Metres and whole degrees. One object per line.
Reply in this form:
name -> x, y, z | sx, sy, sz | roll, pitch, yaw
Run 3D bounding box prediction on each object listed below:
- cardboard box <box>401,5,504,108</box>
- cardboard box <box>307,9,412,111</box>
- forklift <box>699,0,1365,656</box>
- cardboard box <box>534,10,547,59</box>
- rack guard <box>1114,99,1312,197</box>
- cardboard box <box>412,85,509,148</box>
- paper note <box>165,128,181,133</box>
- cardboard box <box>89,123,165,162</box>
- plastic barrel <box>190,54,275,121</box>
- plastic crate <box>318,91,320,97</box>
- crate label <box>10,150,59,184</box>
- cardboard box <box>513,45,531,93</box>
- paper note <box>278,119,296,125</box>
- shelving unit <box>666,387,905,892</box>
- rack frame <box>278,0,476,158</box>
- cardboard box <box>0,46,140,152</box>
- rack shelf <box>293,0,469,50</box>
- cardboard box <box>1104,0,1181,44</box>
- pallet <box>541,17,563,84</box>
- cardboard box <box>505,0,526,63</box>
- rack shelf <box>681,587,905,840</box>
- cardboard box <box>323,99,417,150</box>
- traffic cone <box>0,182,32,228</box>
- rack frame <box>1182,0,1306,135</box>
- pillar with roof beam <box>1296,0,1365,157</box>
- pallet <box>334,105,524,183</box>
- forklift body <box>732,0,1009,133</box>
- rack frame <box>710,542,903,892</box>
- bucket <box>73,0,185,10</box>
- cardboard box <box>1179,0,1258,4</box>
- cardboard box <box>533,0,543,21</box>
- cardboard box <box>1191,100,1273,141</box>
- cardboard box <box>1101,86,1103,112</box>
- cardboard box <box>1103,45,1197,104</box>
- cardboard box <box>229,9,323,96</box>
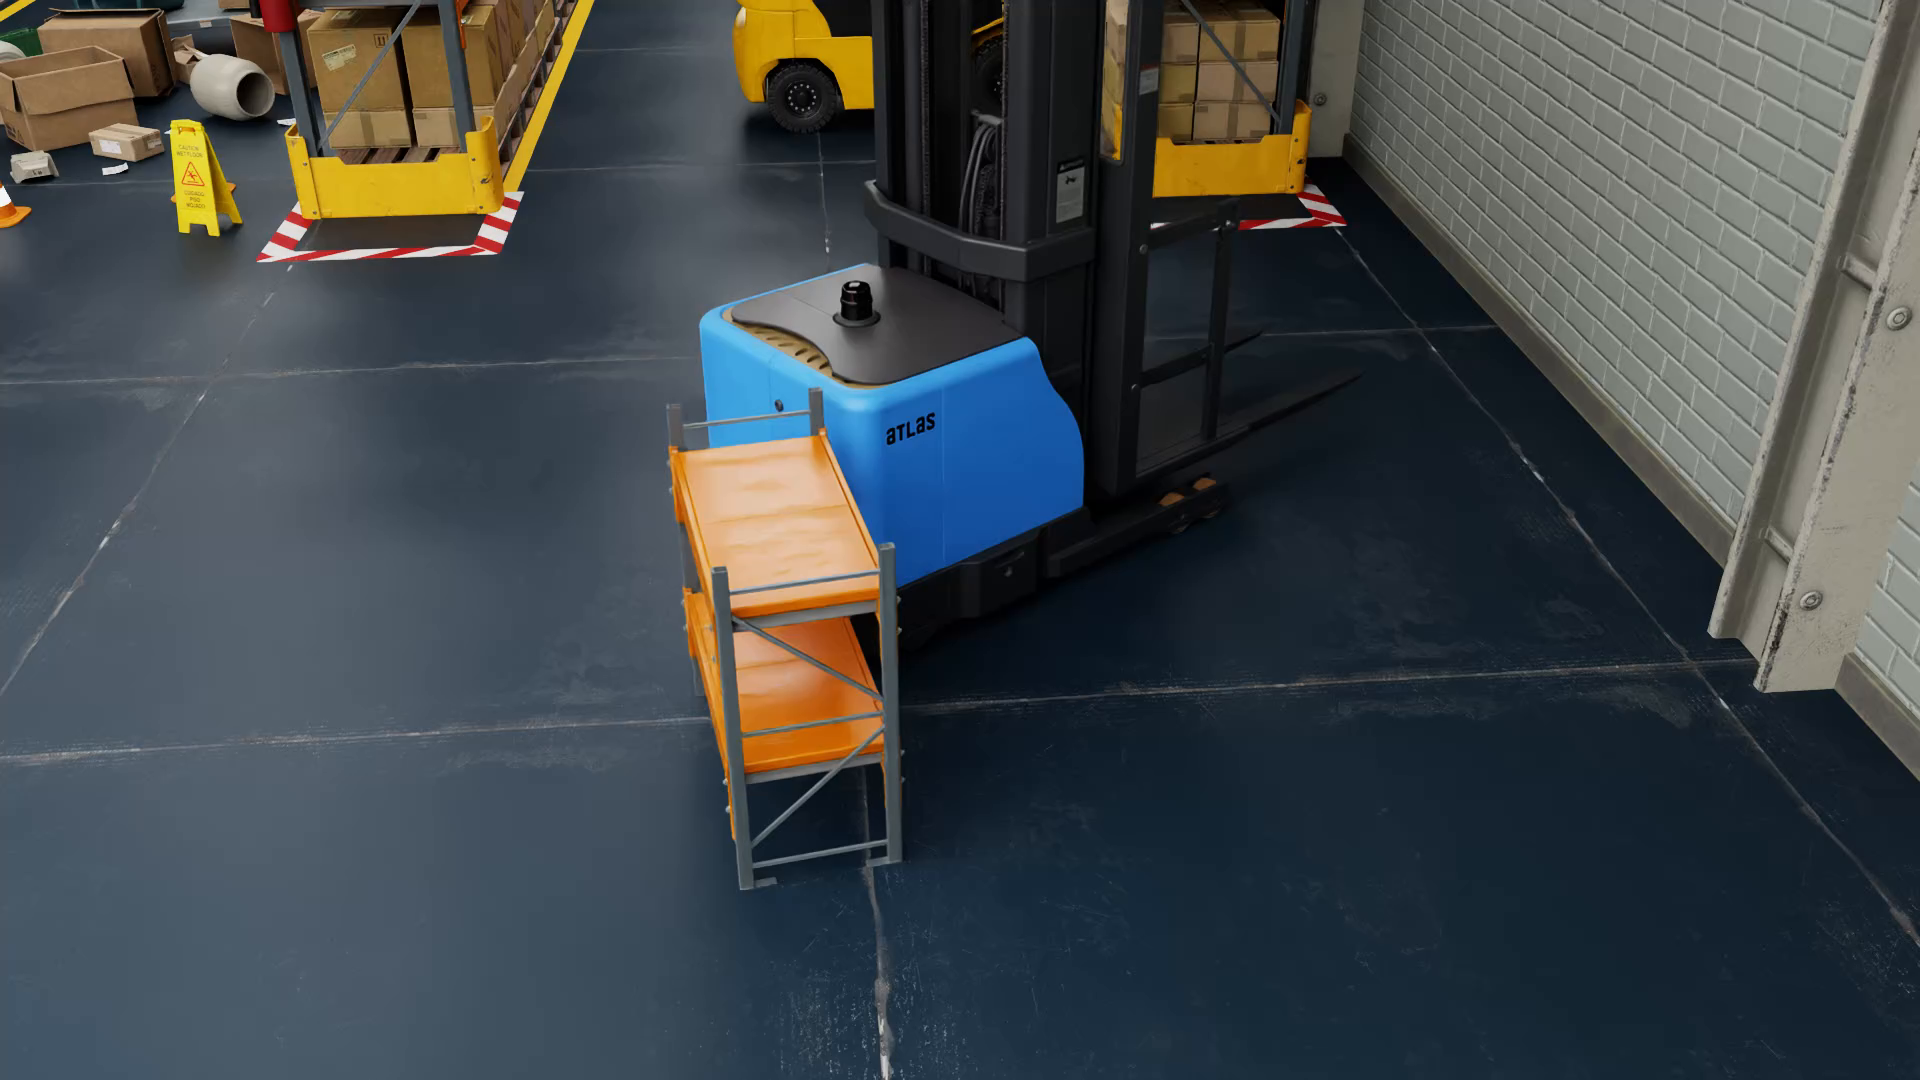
cardboard box -> -3.187, -3.044, 10.461 | 0.500, 0.500, 0.500 | -4, 31, -6
cardboard box -> -3.718, -3.003, 10.393 | 0.500, 0.500, 0.500 | -3, 31, -4
forklift -> 0.485, -1.469, 6.351 | 3.031, 2.935, 1.130 | -24, 38, -34
cardboard box -> -3.375, -3.766, 12.402 | 0.500, 0.250, 0.500 | -4, 31, -6
rack guard -> 1.560, -2.439, 10.346 | 1.175, 0.500, 0.348 | -3, 31, -5
cardboard box -> -3.184, -2.710, 10.633 | 0.500, 0.250, 0.500 | -3, 31, -5
paper note -> -5.384, -2.833, 11.475 | 0.148, 0.019, 0.142 | 8, 32, 13
cardboard box -> -5.517, -2.633, 11.013 | 0.380, 0.149, 0.250 | 13, 33, 21
plastic barrel -> -5.084, -3.161, 11.629 | 0.512, 0.421, 0.421 | 20, 36, 29
plastic crate -> -4.427, -3.233, 12.084 | 0.402, 0.080, 0.583 | -14, 33, -22
crate label -> -5.917, -2.385, 10.609 | 0.250, 0.136, 0.298 | -20, 36, -30
cardboard box -> -3.288, -3.249, 11.535 | 0.500, 0.250, 0.500 | -1, 31, -1
paper note -> -4.692, -2.931, 11.627 | 0.142, 0.019, 0.148 | -14, 33, -22
shelving unit -> -0.554, 0.279, 5.187 | 0.538, 1.125, 1.048 | -8, 32, -13
rack frame -> -3.384, -3.285, 9.324 | 1.000, 3.000, 0.127 | -3, 31, -5
cardboard box -> -6.069, -2.988, 11.262 | 0.637, 0.503, 0.797 | 27, 40, 37
rack shelf -> -3.571, -3.997, 11.218 | 1.077, 0.370, 4.000 | -3, 31, -5
cardboard box -> 1.151, -3.434, 10.871 | 0.500, 0.250, 0.500 | -2, 31, -4
pallet -> -3.660, -3.789, 12.887 | 1.003, 0.211, 1.213 | -3, 31, -5
cardboard box -> -3.279, -3.567, 11.337 | 0.500, 0.500, 0.500 | -2, 31, -4
rack shelf -> -0.554, 0.489, 5.312 | 0.538, 0.278, 1.000 | -8, 32, -13
cardboard box -> -3.730, -2.697, 10.611 | 0.500, 0.250, 0.500 | -3, 31, -5
traffic cone -> -5.782, -2.126, 9.859 | 0.336, 0.463, 0.334 | -3, 31, -5
rack frame -> 1.558, -3.524, 9.725 | 1.000, 3.000, 0.127 | -3, 31, -5
pillar with roof beam -> -1.896, -6.292, 8.509 | 9.100, 9.000, 0.400 | -3, 31, -5
pallet -> -3.432, -2.543, 10.801 | 1.003, 0.211, 1.213 | -3, 31, -5
forklift body -> -0.436, -4.041, 11.417 | 2.313, 2.155, 1.214 | -3, 31, -5
rack frame -> -0.421, 0.530, 4.766 | 0.500, 1.125, 0.032 | -8, 32, -13
bucket -> -6.368, -4.326, 12.778 | 0.726, 0.611, 0.620 | 8, 22, 13
cardboard box -> 1.651, -3.463, 10.919 | 0.500, 0.250, 0.500 | -3, 31, -5
cardboard box -> -3.386, -4.100, 12.229 | 0.500, 0.500, 0.500 | -2, 31, -4
cardboard box -> 1.707, -2.784, 10.758 | 0.500, 0.250, 0.500 | -3, 31, -4
cardboard box -> 1.162, -3.003, 11.125 | 0.500, 0.250, 0.500 | -3, 31, -5
cardboard box -> 1.201, -2.972, 10.585 | 0.500, 0.250, 0.500 | -3, 31, -5
cardboard box -> -5.012, -3.643, 12.358 | 0.500, 0.500, 0.500 | 20, 36, 29
